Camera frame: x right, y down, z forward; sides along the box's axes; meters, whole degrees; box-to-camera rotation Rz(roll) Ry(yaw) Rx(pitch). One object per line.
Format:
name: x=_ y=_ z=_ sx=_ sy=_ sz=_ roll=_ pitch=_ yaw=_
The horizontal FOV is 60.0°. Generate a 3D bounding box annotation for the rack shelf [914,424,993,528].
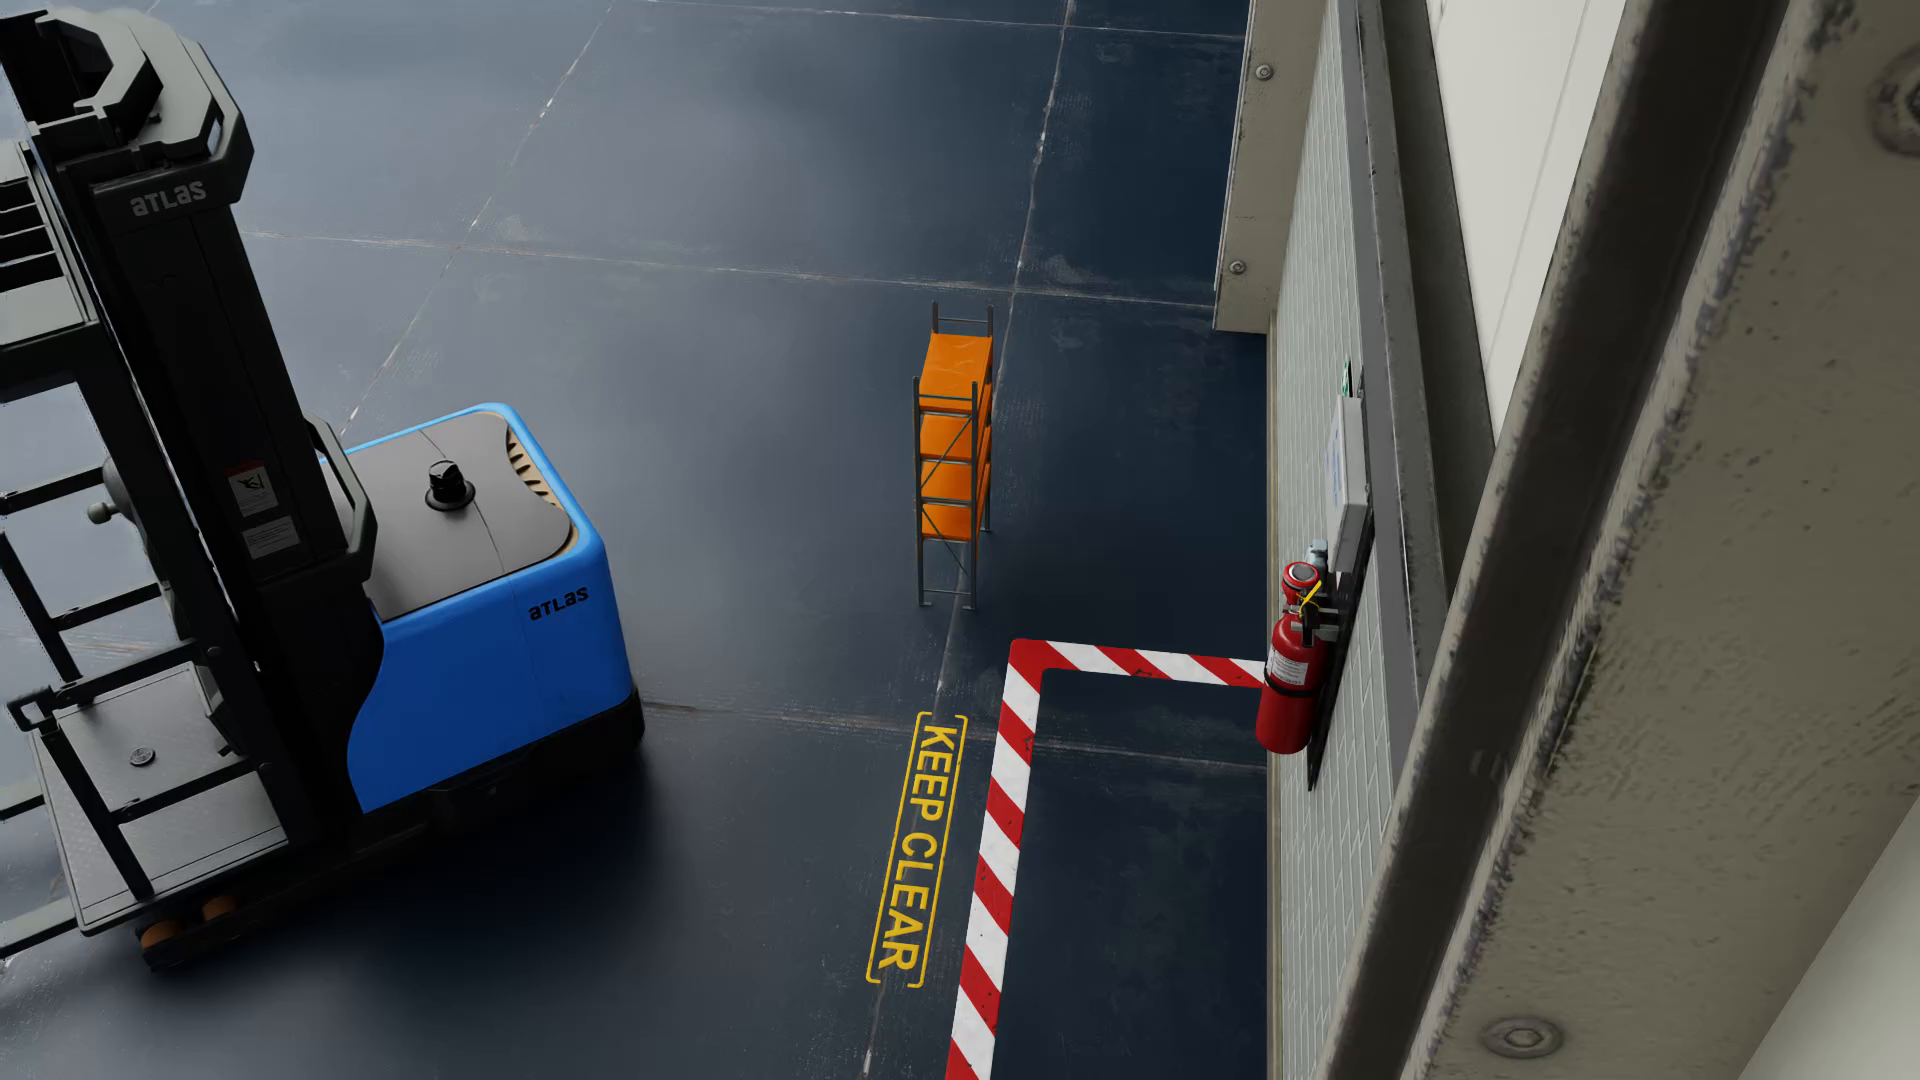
rack shelf: x=-0.022 y=-0.274 z=6.787 sx=0.258 sy=0.148 sz=0.480 roll=5 pitch=44 yaw=6

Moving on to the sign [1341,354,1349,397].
sign: x=1.192 y=-0.435 z=5.139 sx=0.001 sy=0.109 sz=0.331 roll=5 pitch=44 yaw=6

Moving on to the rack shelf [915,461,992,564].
rack shelf: x=-0.022 y=-0.130 z=6.923 sx=0.258 sy=0.148 sz=0.480 roll=5 pitch=44 yaw=6

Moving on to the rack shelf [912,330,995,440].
rack shelf: x=-0.022 y=-0.608 z=6.470 sx=0.258 sy=0.148 sz=0.480 roll=5 pitch=44 yaw=6

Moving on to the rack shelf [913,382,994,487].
rack shelf: x=-0.022 y=-0.436 z=6.633 sx=0.258 sy=0.148 sz=0.480 roll=5 pitch=44 yaw=6

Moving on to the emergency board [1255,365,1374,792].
emergency board: x=1.026 y=0.135 z=4.948 sx=0.194 sy=1.169 sz=0.643 roll=5 pitch=44 yaw=6

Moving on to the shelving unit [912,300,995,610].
shelving unit: x=-0.022 y=-0.323 z=6.741 sx=0.258 sy=1.200 sz=0.503 roll=5 pitch=44 yaw=6

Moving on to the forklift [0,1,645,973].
forklift: x=-2.736 y=-0.016 z=5.157 sx=3.031 sy=2.935 sz=1.130 roll=-23 pitch=48 yaw=-22

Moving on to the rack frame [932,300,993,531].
rack frame: x=0.010 y=-0.489 z=6.916 sx=0.240 sy=1.200 sz=0.015 roll=5 pitch=44 yaw=6

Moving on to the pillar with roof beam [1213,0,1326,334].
pillar with roof beam: x=-2.812 y=-4.843 z=5.842 sx=9.100 sy=9.000 sz=0.400 roll=5 pitch=44 yaw=6

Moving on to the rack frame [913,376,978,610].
rack frame: x=-0.054 y=-0.157 z=6.565 sx=0.240 sy=1.200 sz=0.015 roll=5 pitch=44 yaw=6
